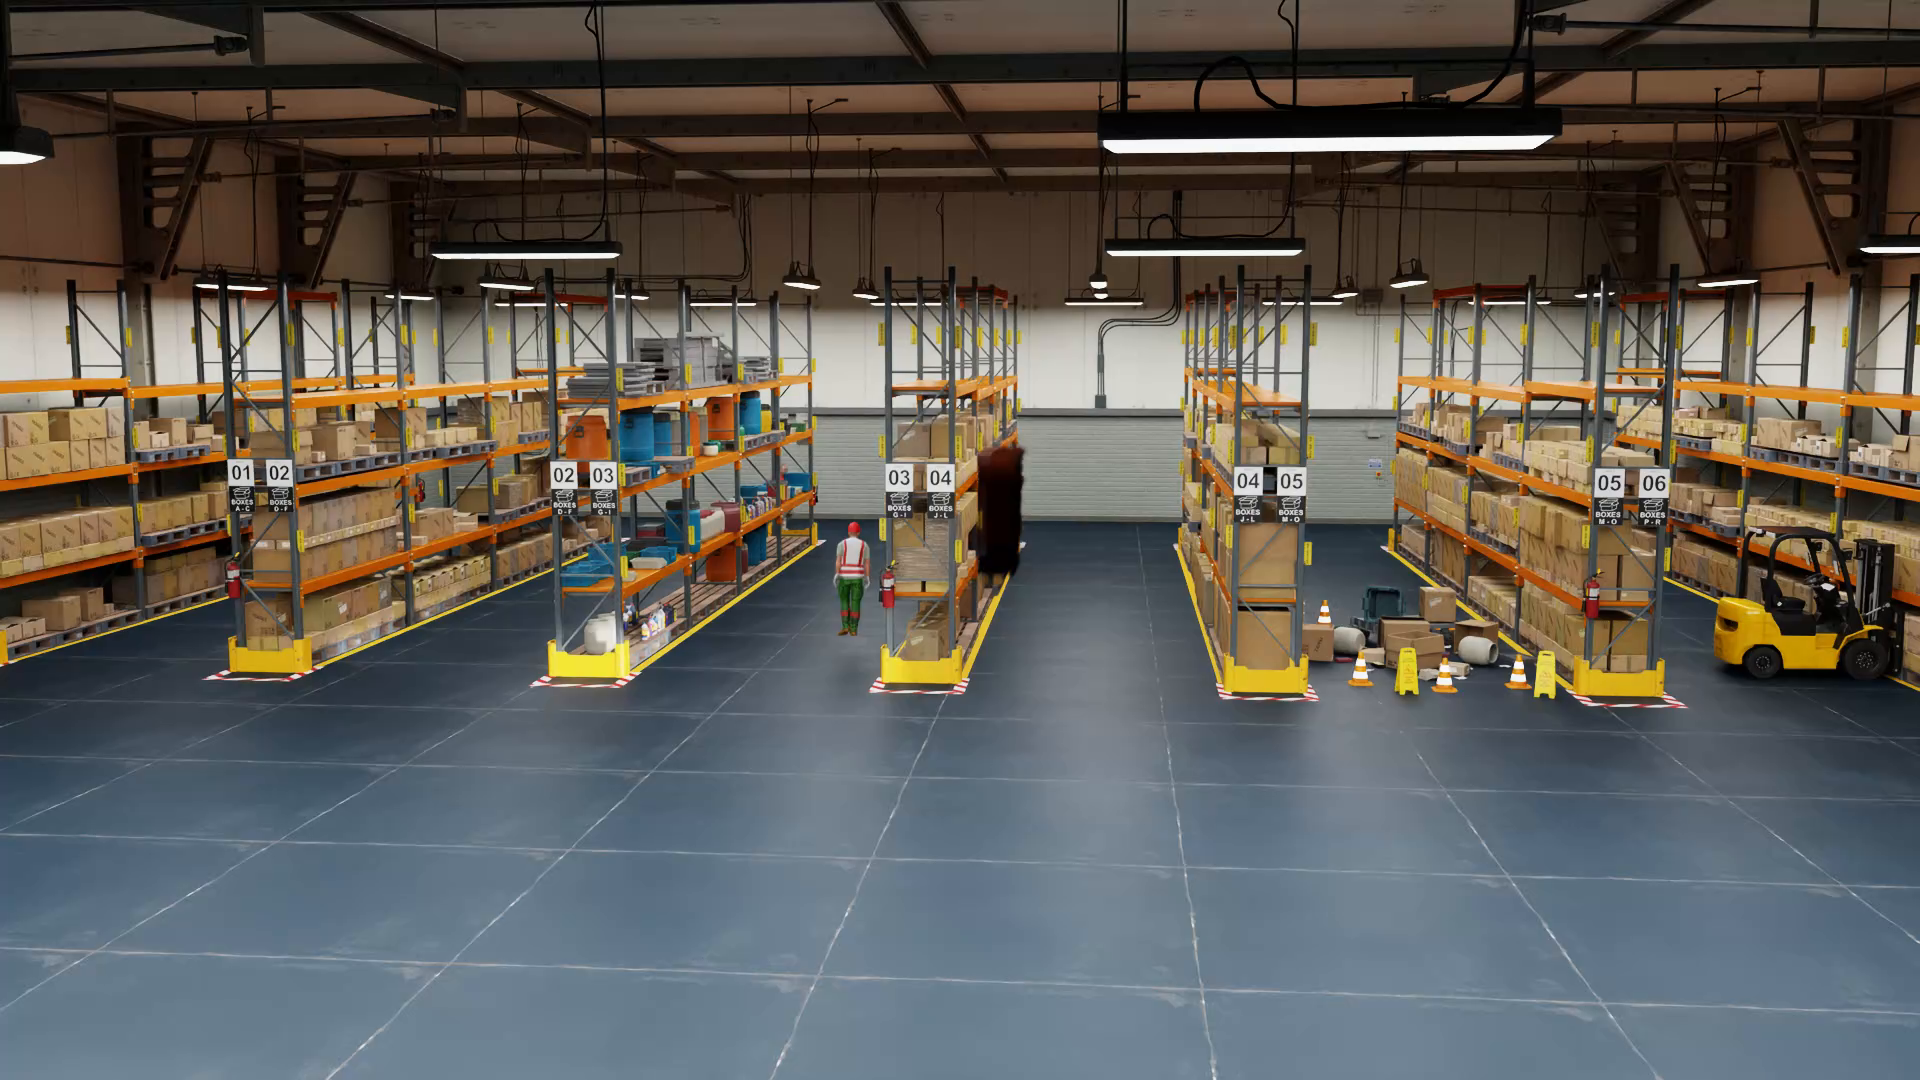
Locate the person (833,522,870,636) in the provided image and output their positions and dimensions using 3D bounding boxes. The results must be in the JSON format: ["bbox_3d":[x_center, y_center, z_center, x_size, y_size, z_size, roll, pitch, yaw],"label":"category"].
[{"bbox_3d":[-1.716,0.644,26.402,0.593,1.834,0.566,-1,7,-6],"label":"person"}]

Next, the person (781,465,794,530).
[{"bbox_3d":[-4.564,-1.094,43.036,0.545,1.710,0.639,-6,9,-42],"label":"person"}]
